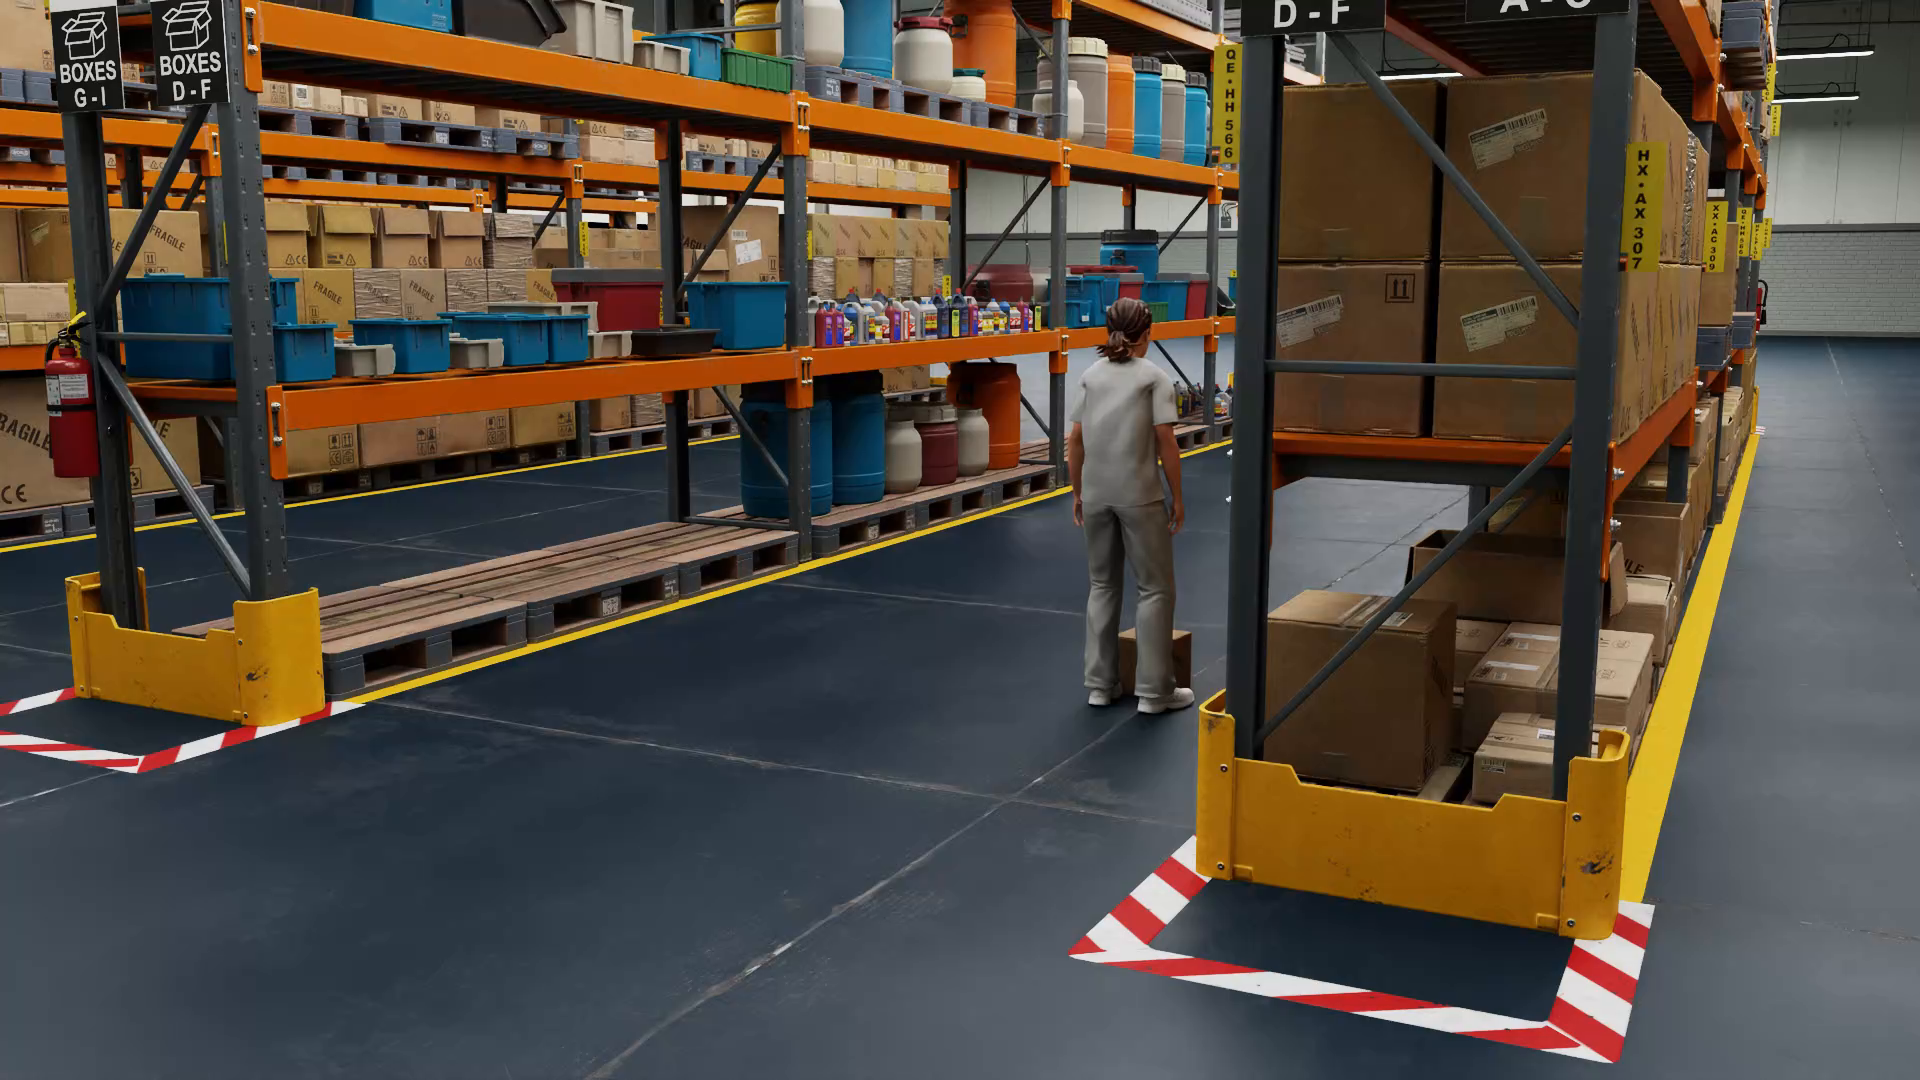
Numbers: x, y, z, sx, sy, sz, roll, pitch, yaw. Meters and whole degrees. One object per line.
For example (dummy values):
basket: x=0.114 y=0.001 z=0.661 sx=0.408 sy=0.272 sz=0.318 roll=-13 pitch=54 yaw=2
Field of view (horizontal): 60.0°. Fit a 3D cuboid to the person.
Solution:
person: x=0.686 y=-0.146 z=6.782 sx=0.514 sy=1.671 sz=0.364 roll=5 pitch=11 yaw=30
